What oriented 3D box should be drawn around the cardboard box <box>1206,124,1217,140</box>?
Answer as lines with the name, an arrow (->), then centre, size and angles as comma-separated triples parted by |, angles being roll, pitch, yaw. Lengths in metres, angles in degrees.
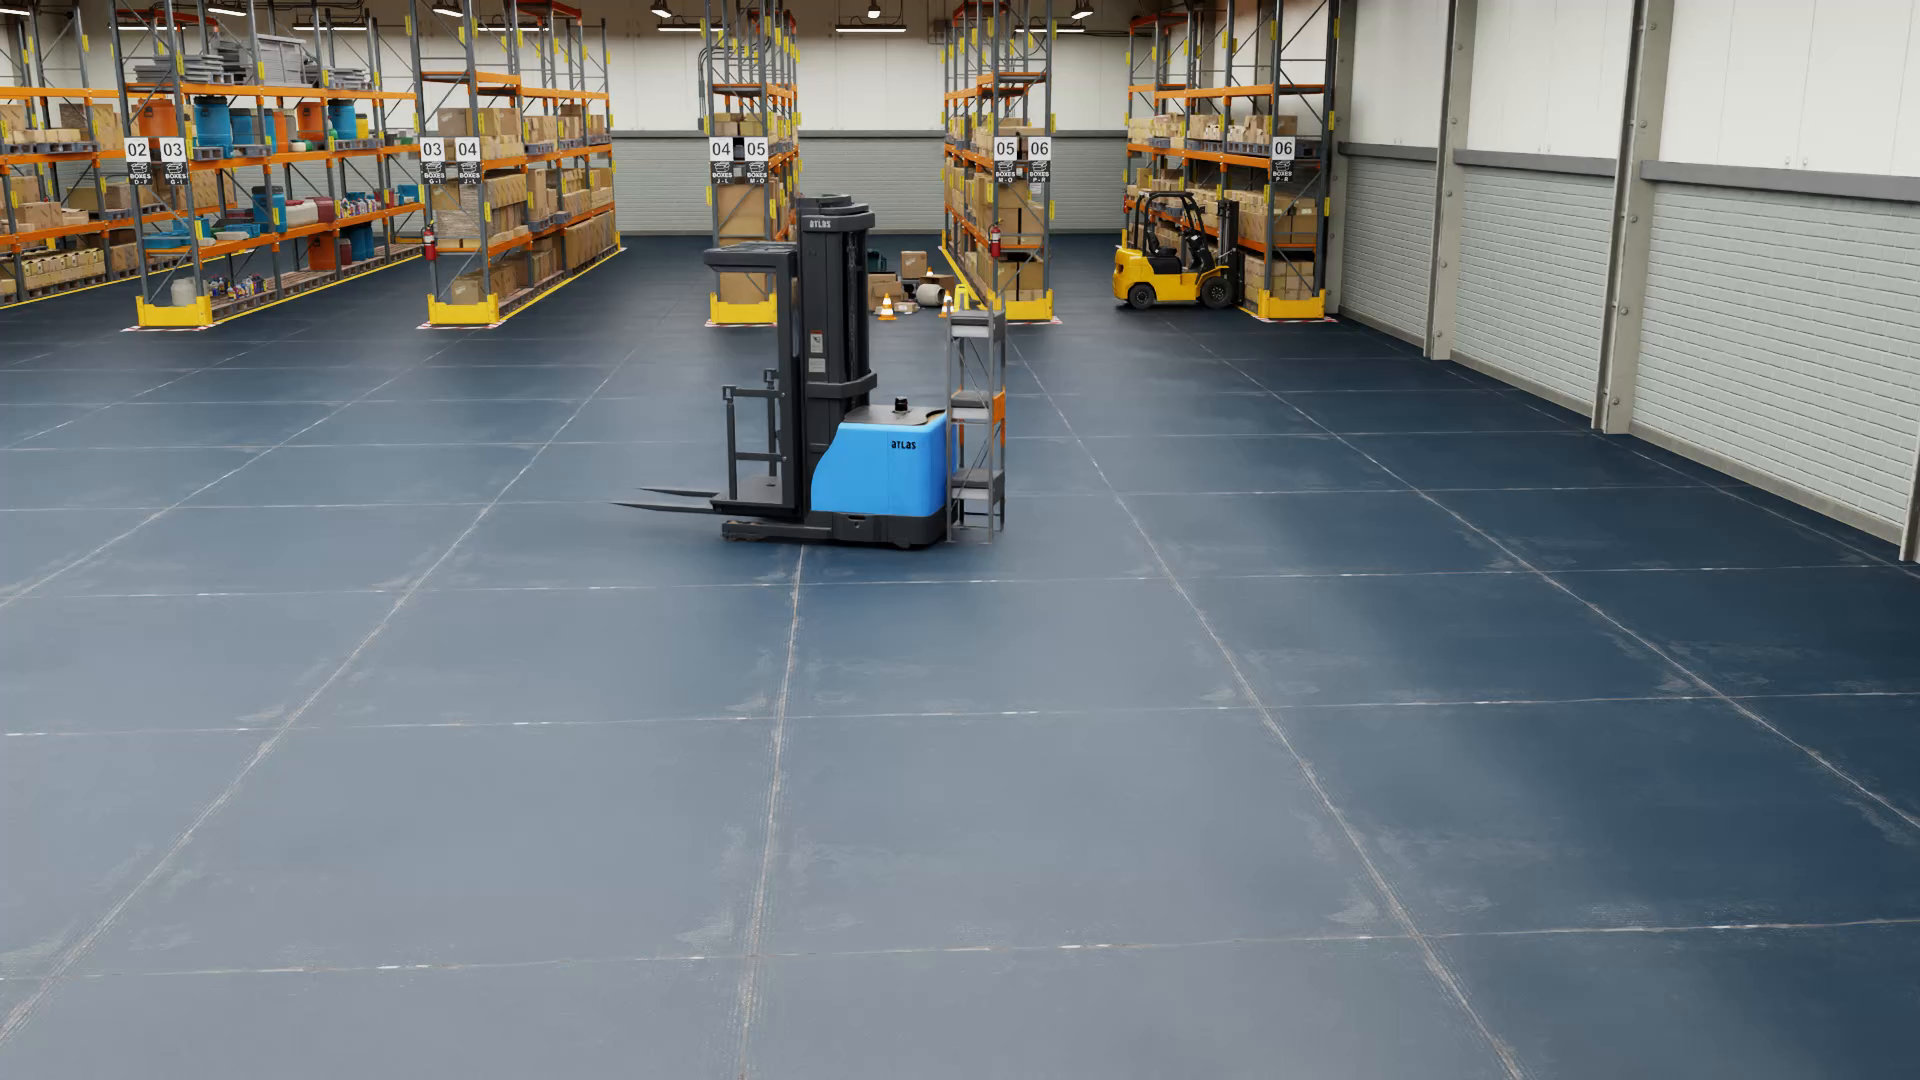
cardboard box -> 5.459, -8.559, 34.888 | 0.500, 0.311, 0.500 | -1, 14, -5

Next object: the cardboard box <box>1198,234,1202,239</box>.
cardboard box -> 5.741, -7.094, 38.950 | 0.380, 0.149, 0.250 | -1, 14, -3

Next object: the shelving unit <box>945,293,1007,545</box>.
shelving unit -> 0.140, -1.046, 14.378 | 0.431, 2.100, 0.503 | 3, 15, 13

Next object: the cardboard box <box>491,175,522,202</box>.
cardboard box -> -8.715, -6.745, 31.916 | 0.500, 0.500, 0.500 | -1, 14, -3

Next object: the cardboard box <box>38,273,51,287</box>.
cardboard box -> -18.745, -5.251, 33.591 | 0.500, 0.250, 0.500 | -1, 14, -2

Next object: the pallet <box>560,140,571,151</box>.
pallet -> -9.390, -8.815, 37.127 | 1.213, 0.211, 1.003 | 0, 14, -1

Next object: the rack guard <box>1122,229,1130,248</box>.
rack guard -> 5.056, -8.285, 45.725 | 1.175, 0.500, 0.348 | -1, 14, -3

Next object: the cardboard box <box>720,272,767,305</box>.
cardboard box -> -3.953, -4.699, 30.190 | 0.875, 0.875, 0.875 | -1, 14, -3

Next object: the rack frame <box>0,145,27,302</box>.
rack frame -> -18.937, -6.148, 32.401 | 1.000, 3.000, 0.127 | -1, 14, -3

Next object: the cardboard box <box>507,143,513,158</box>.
cardboard box -> -8.702, -7.314, 31.214 | 0.500, 0.250, 0.500 | -1, 14, -4

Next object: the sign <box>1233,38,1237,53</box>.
sign -> 6.101, -10.969, 36.908 | 0.100, 0.325, 0.005 | -1, 14, -3

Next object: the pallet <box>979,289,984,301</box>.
pallet -> 0.918, -4.936, 33.287 | 1.003, 0.211, 1.213 | -1, 14, -3

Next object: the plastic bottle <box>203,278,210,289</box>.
plastic bottle -> -14.319, -4.794, 31.572 | 0.144, 0.351, 0.185 | -1, 14, -4

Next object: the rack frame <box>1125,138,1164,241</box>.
rack frame -> 5.052, -9.515, 45.487 | 1.000, 3.000, 0.127 | -1, 14, -3

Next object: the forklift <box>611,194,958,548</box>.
forklift -> -1.591, -1.526, 14.574 | 3.031, 2.935, 1.130 | 4, 15, 14

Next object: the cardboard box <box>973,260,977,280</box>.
cardboard box -> 0.758, -5.693, 35.063 | 0.950, 0.372, 0.625 | 0, 14, 0

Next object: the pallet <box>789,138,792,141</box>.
pallet -> -4.657, -9.548, 39.971 | 1.213, 0.211, 1.003 | -1, 14, -3

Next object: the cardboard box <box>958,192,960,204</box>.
cardboard box -> 0.222, -7.988, 38.851 | 0.500, 0.250, 0.500 | -1, 14, -5

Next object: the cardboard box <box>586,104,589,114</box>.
cardboard box -> -9.678, -10.898, 42.094 | 0.500, 0.250, 0.500 | -1, 14, -5

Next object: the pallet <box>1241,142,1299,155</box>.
pallet -> 5.946, -7.426, 31.526 | 1.003, 0.211, 1.213 | -1, 14, -3

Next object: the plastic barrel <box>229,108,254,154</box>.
plastic barrel -> -14.241, -8.042, 32.737 | 0.600, 0.901, 0.708 | -1, 14, -3

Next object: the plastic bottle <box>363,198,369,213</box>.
plastic bottle -> -14.094, -7.920, 39.386 | 0.144, 0.351, 0.185 | -1, 14, -3

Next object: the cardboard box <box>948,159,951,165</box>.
cardboard box -> -0.103, -9.805, 43.107 | 0.380, 0.149, 0.250 | -1, 14, -5

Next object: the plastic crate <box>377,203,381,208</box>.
plastic crate -> -14.375, -8.232, 40.912 | 0.396, 0.136, 0.243 | -1, 14, -3

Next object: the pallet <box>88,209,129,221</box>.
pallet -> -19.297, -7.217, 36.943 | 1.213, 0.211, 1.003 | -1, 14, -3

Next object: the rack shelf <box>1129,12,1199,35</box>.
rack shelf -> 5.175, -13.184, 42.482 | 1.077, 0.370, 4.000 | -1, 14, -3

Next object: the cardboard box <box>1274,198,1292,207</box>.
cardboard box -> 5.810, -6.128, 30.225 | 0.380, 0.149, 0.250 | -1, 14, -3

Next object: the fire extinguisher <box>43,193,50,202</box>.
fire extinguisher -> -24.173, -8.882, 43.929 | 0.296, 0.674, 0.183 | -1, 14, -3

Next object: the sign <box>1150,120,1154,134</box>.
sign -> 4.758, -10.213, 41.143 | 0.100, 0.325, 0.005 | -1, 14, -3

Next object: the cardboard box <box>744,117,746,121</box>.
cardboard box -> -4.625, -9.315, 36.952 | 0.396, 0.266, 0.258 | -1, 14, -3

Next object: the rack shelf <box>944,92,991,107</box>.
rack shelf -> 0.222, -11.303, 42.645 | 1.077, 0.370, 4.000 | -1, 14, -3

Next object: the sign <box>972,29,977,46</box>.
sign -> 0.288, -9.877, 32.664 | 0.100, 0.325, 0.005 | -1, 14, -3

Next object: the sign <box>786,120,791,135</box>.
sign -> -3.786, -9.094, 36.636 | 0.100, 0.325, 0.005 | -1, 14, -3

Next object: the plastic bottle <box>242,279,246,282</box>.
plastic bottle -> -13.800, -4.906, 32.156 | 0.152, 0.276, 0.135 | -1, 14, -3

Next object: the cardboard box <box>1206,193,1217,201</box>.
cardboard box -> 5.444, -7.292, 35.345 | 0.380, 0.149, 0.250 | -1, 14, -3

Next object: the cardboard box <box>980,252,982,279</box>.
cardboard box -> 0.653, -5.404, 32.680 | 0.500, 0.500, 0.500 | 0, 14, -1

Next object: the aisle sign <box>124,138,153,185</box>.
aisle sign -> -14.037, -6.465, 28.417 | 0.394, 0.787, 0.004 | -1, 14, -3

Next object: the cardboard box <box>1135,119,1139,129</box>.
cardboard box -> 4.886, -10.915, 43.611 | 0.500, 0.250, 0.500 | -1, 14, -4

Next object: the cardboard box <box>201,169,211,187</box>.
cardboard box -> -19.278, -9.176, 41.964 | 0.500, 0.500, 0.500 | 0, 14, -2

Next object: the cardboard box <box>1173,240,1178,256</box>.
cardboard box -> 5.286, -6.745, 38.894 | 0.500, 0.500, 0.500 | -1, 14, -4

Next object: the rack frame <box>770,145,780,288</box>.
rack frame -> -4.093, -6.351, 33.192 | 1.000, 3.000, 0.127 | -1, 14, -3

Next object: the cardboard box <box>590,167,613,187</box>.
cardboard box -> -9.501, -9.602, 44.024 | 0.500, 0.500, 0.500 | -1, 14, -3

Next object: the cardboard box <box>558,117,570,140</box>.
cardboard box -> -9.446, -9.509, 38.393 | 0.797, 0.503, 0.637 | -1, 14, -4

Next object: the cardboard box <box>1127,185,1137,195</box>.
cardboard box -> 4.811, -9.469, 45.014 | 0.500, 0.250, 0.500 | -1, 14, -3

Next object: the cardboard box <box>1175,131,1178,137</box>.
cardboard box -> 5.231, -9.503, 38.923 | 0.380, 0.149, 0.250 | 0, 14, -2

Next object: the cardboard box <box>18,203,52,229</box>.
cardboard box -> -19.032, -6.643, 34.126 | 0.500, 0.500, 0.500 | -1, 14, -3

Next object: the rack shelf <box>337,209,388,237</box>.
rack shelf -> -14.365, -7.367, 38.584 | 1.077, 0.370, 4.000 | -1, 14, -3

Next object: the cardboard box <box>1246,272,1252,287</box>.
cardboard box -> 5.680, -4.891, 31.187 | 0.500, 0.250, 0.500 | -1, 14, -4
